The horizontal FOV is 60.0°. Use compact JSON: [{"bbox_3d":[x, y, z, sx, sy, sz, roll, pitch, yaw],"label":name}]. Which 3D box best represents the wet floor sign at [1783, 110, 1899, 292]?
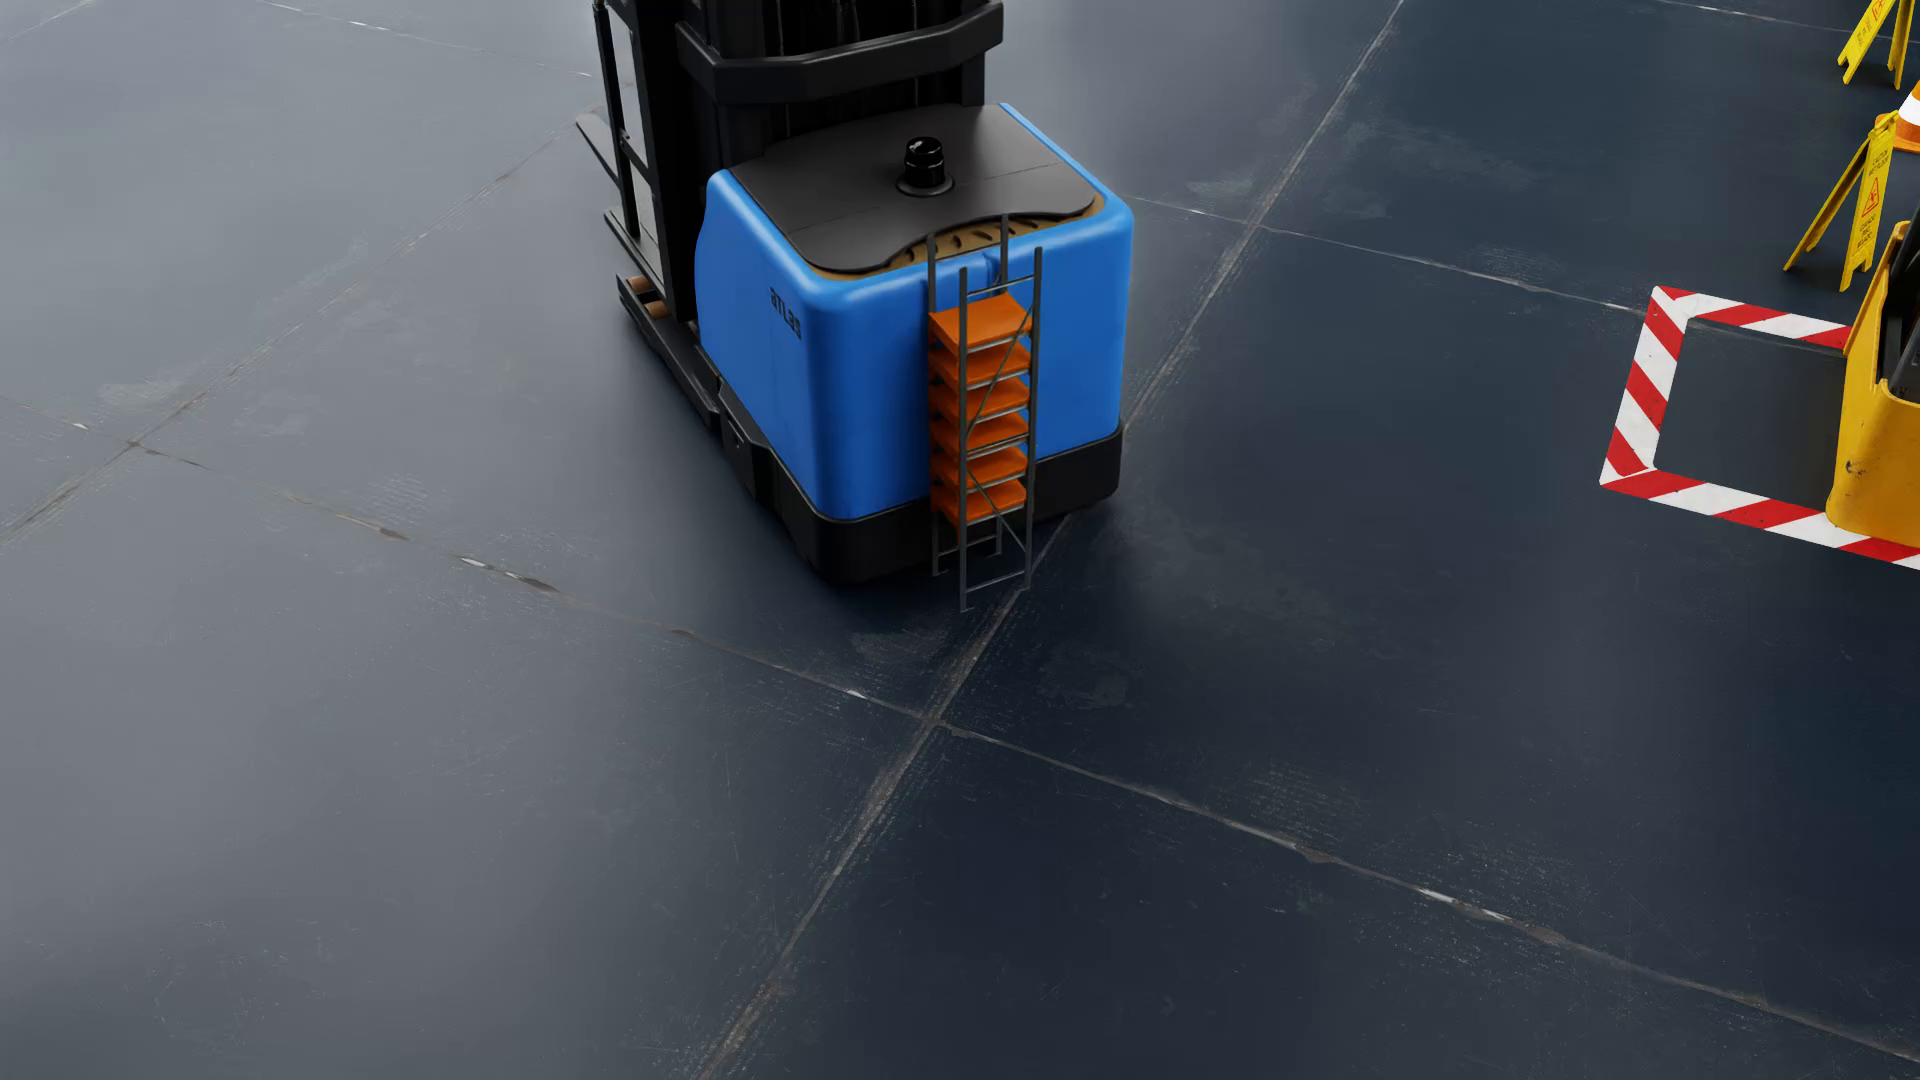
[{"bbox_3d":[3.373,-1.300,6.257,0.267,0.644,0.232,-33,51,-32],"label":"wet floor sign"}]

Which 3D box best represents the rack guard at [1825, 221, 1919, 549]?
[{"bbox_3d":[3.161,-0.536,5.487,0.348,0.500,1.175,17,44,19],"label":"rack guard"}]

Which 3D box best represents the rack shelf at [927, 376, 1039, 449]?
[{"bbox_3d":[0.064,-0.379,4.656,0.258,0.103,0.180,-19,44,-20],"label":"rack shelf"}]

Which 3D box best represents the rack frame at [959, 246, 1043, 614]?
[{"bbox_3d":[0.106,-0.269,4.644,0.240,1.200,0.006,-19,44,-20],"label":"rack frame"}]

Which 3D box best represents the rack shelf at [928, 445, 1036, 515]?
[{"bbox_3d":[0.064,-0.198,4.813,0.258,0.103,0.180,-19,44,-20],"label":"rack shelf"}]

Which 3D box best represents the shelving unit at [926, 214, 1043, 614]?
[{"bbox_3d":[0.064,-0.322,4.705,0.258,1.200,0.189,-19,44,-20],"label":"shelving unit"}]

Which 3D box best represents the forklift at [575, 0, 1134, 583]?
[{"bbox_3d":[-0.613,-1.936,5.246,1.130,2.935,3.031,-19,44,-20],"label":"forklift"}]

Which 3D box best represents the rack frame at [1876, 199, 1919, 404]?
[{"bbox_3d":[3.093,-1.502,4.693,0.127,3.000,1.000,17,44,19],"label":"rack frame"}]

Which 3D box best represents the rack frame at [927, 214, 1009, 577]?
[{"bbox_3d":[0.022,-0.375,4.767,0.240,1.200,0.006,-19,44,-20],"label":"rack frame"}]

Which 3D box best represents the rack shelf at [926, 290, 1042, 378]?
[{"bbox_3d":[0.064,-0.560,4.499,0.258,0.103,0.180,-19,44,-20],"label":"rack shelf"}]

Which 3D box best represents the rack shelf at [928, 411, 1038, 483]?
[{"bbox_3d":[0.064,-0.288,4.734,0.258,0.103,0.180,-19,44,-20],"label":"rack shelf"}]

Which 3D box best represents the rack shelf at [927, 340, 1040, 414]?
[{"bbox_3d":[0.064,-0.470,4.577,0.258,0.103,0.180,-19,44,-20],"label":"rack shelf"}]

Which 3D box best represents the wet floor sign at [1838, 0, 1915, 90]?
[{"bbox_3d":[4.230,-2.411,7.539,0.232,0.644,0.267,10,42,11],"label":"wet floor sign"}]

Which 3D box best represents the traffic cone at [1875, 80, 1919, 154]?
[{"bbox_3d":[4.189,-1.943,7.138,0.334,0.463,0.336,17,44,19],"label":"traffic cone"}]

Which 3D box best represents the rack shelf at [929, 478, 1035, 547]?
[{"bbox_3d":[0.064,-0.107,4.892,0.258,0.103,0.180,-19,44,-20],"label":"rack shelf"}]
